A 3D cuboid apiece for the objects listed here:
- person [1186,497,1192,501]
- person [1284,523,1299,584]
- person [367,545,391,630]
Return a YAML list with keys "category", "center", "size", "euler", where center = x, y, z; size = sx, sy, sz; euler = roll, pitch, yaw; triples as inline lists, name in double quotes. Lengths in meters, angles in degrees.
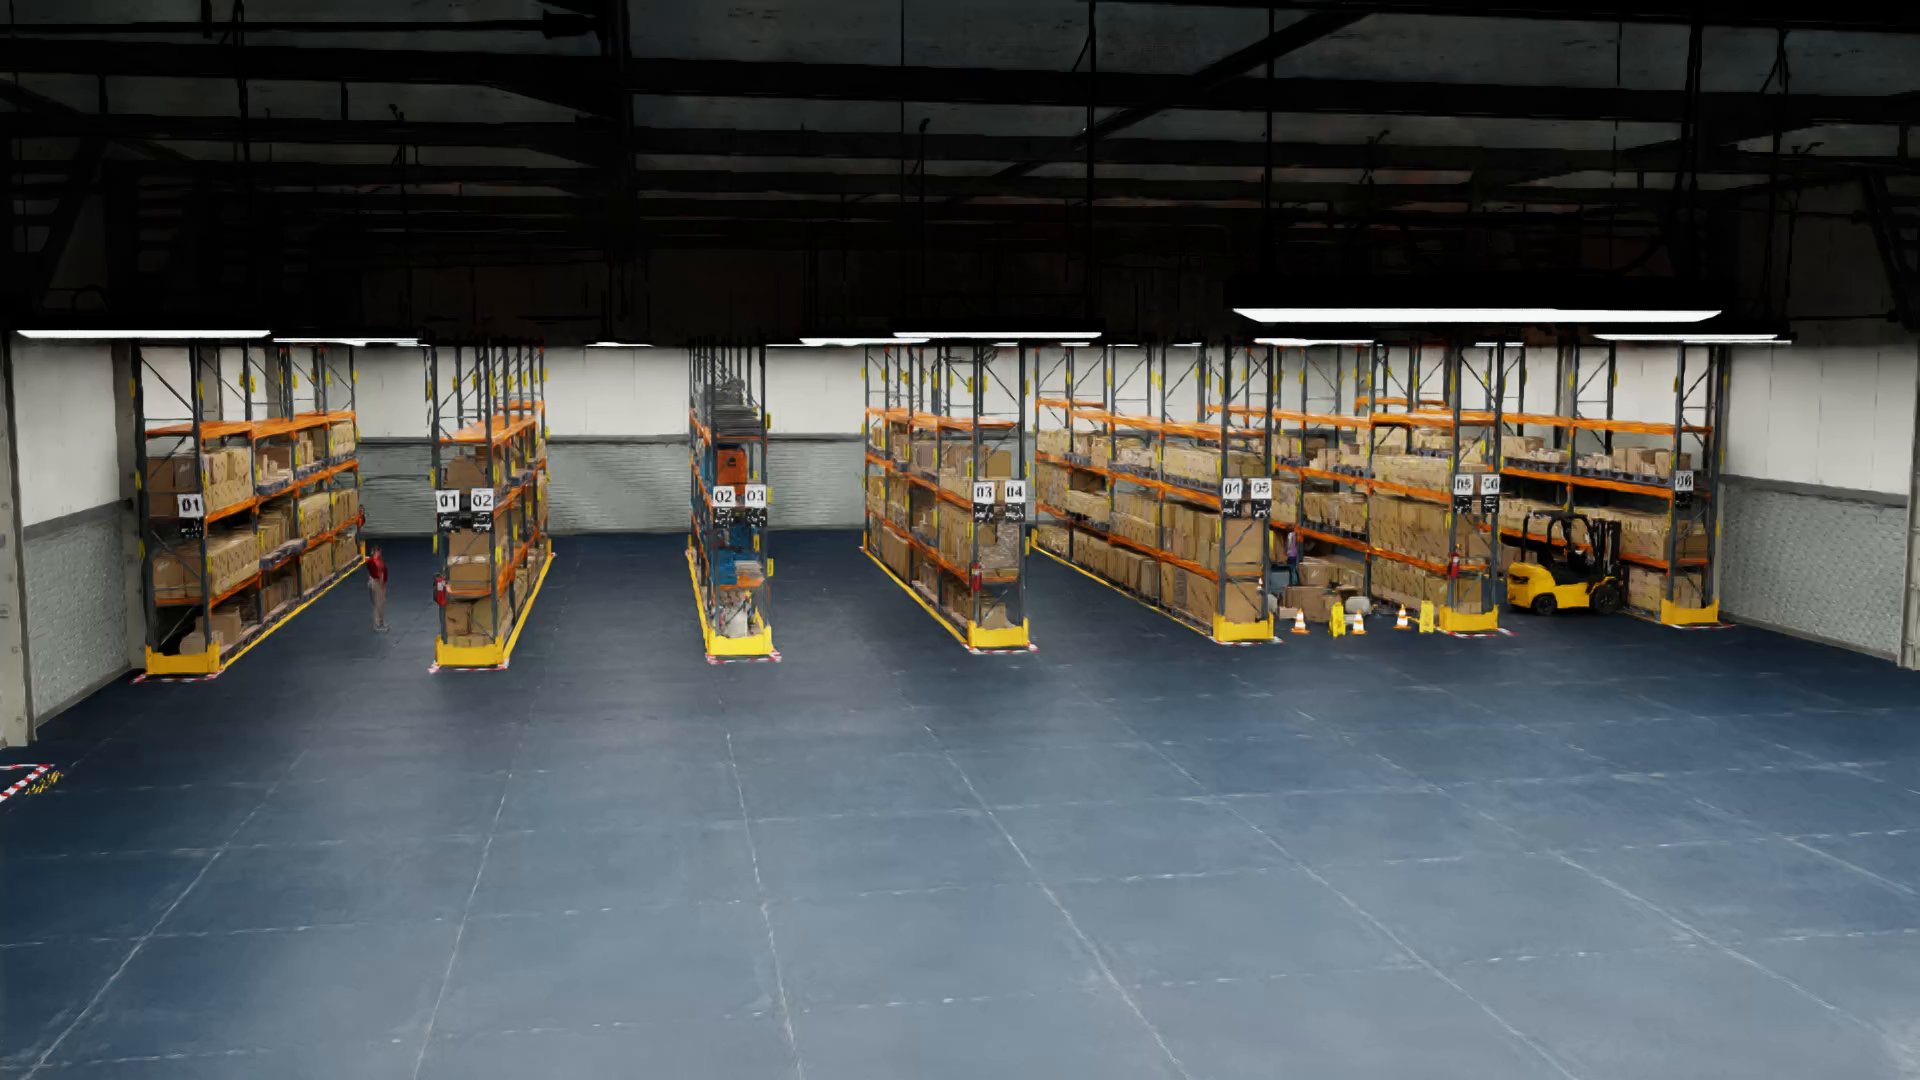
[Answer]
- category: "person"
  center: [6.332, -0.416, 46.013]
  size: [0.553, 1.720, 0.607]
  euler: [1, 7, 7]
- category: "person"
  center: [7.865, 0.378, 39.664]
  size: [0.536, 1.590, 0.535]
  euler: [2, 7, 15]
- category: "person"
  center: [-11.866, 0.960, 34.013]
  size: [0.457, 1.733, 0.593]
  euler: [-6, 9, -40]
